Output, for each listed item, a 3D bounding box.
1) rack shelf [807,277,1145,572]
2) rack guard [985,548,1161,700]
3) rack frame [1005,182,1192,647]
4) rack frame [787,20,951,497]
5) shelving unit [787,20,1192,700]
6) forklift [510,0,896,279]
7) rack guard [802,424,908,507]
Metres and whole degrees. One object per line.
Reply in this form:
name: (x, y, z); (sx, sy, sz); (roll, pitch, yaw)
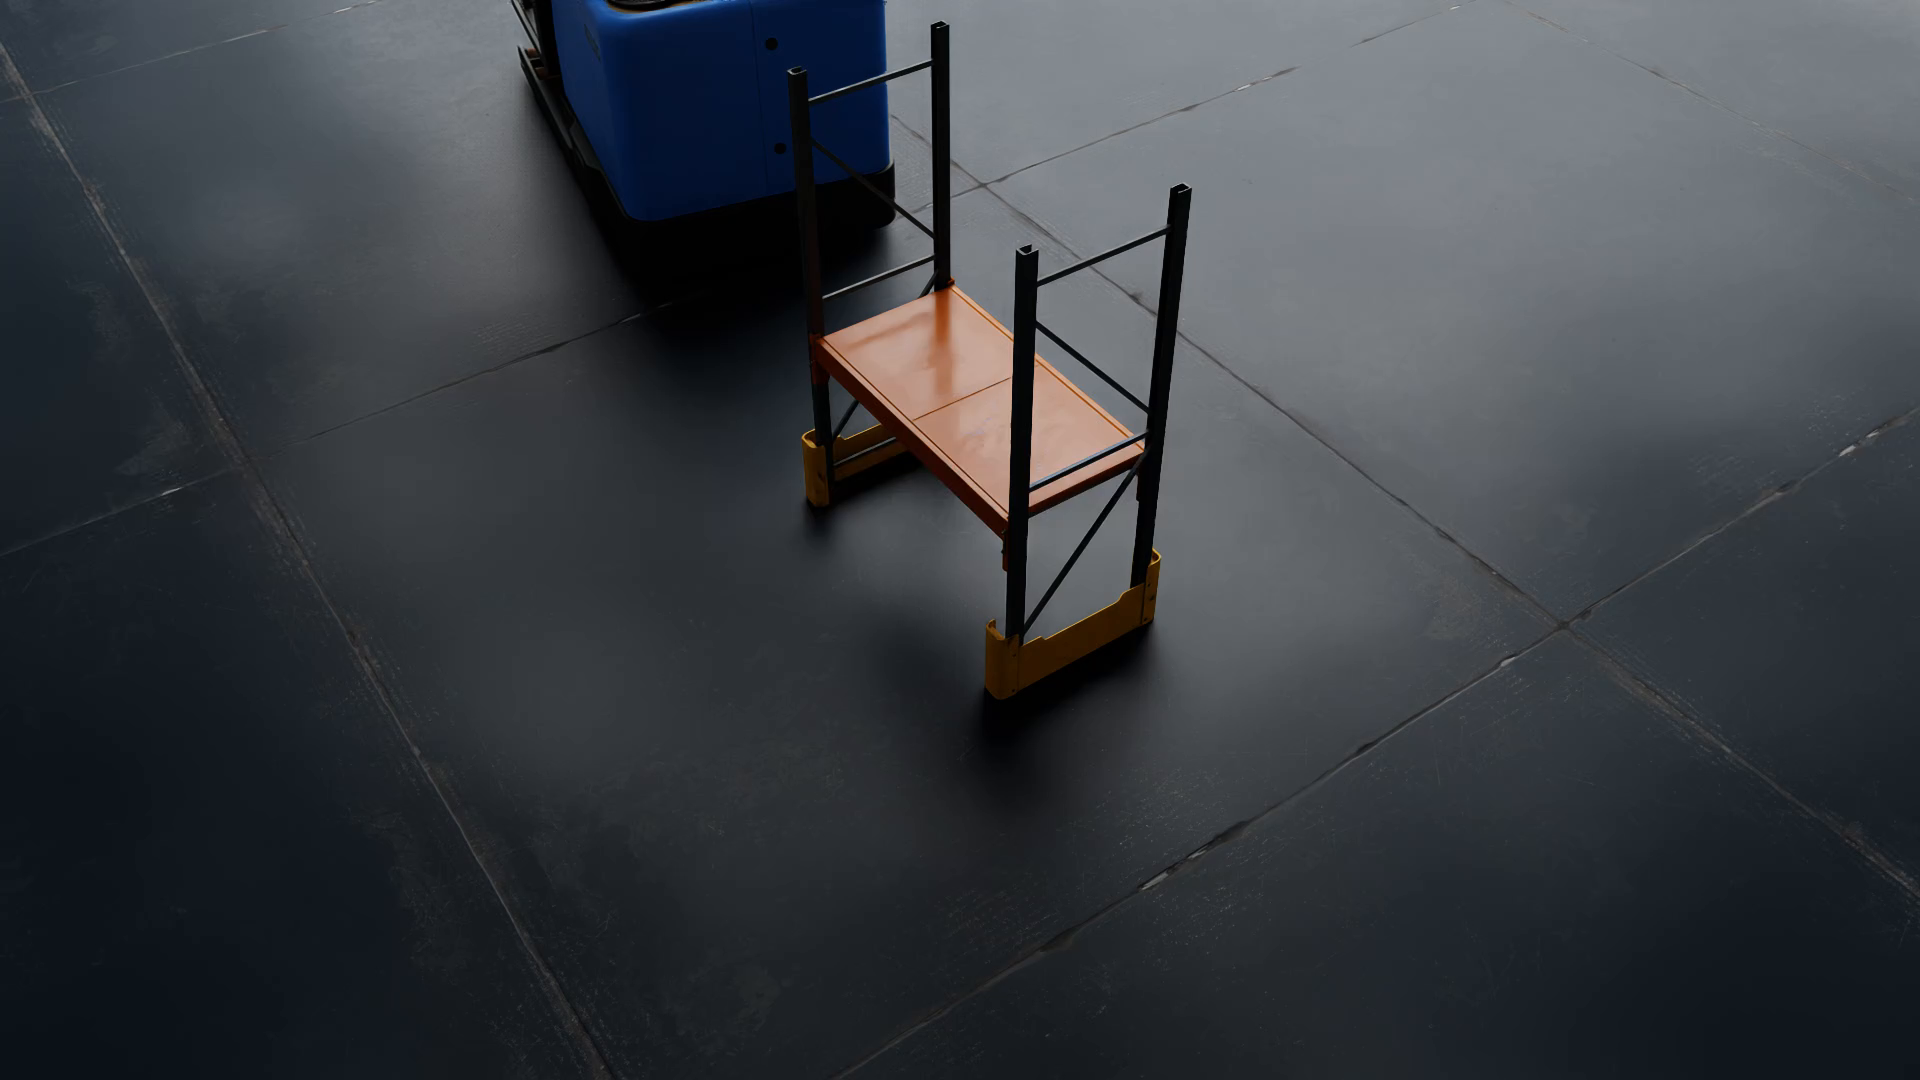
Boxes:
rack shelf: (0.049, -0.364, 4.806); (0.538, 0.185, 1.000); (-26, 49, -24)
rack guard: (0.329, 0.235, 4.823); (0.587, 0.250, 0.087); (-26, 49, -24)
rack frame: (0.340, -0.206, 4.380); (0.500, 1.500, 0.032); (-26, 49, -24)
rack frame: (-0.242, -0.782, 4.983); (0.500, 1.500, 0.032); (-26, 49, -24)
shelving unit: (0.044, -0.499, 4.687); (0.587, 1.500, 1.083); (-26, 49, -24)
forklift: (-1.293, -3.054, 6.326); (1.130, 2.935, 3.031); (-16, 46, -16)
rack guard: (-0.241, -0.329, 5.414); (0.587, 0.250, 0.087); (-26, 49, -24)
